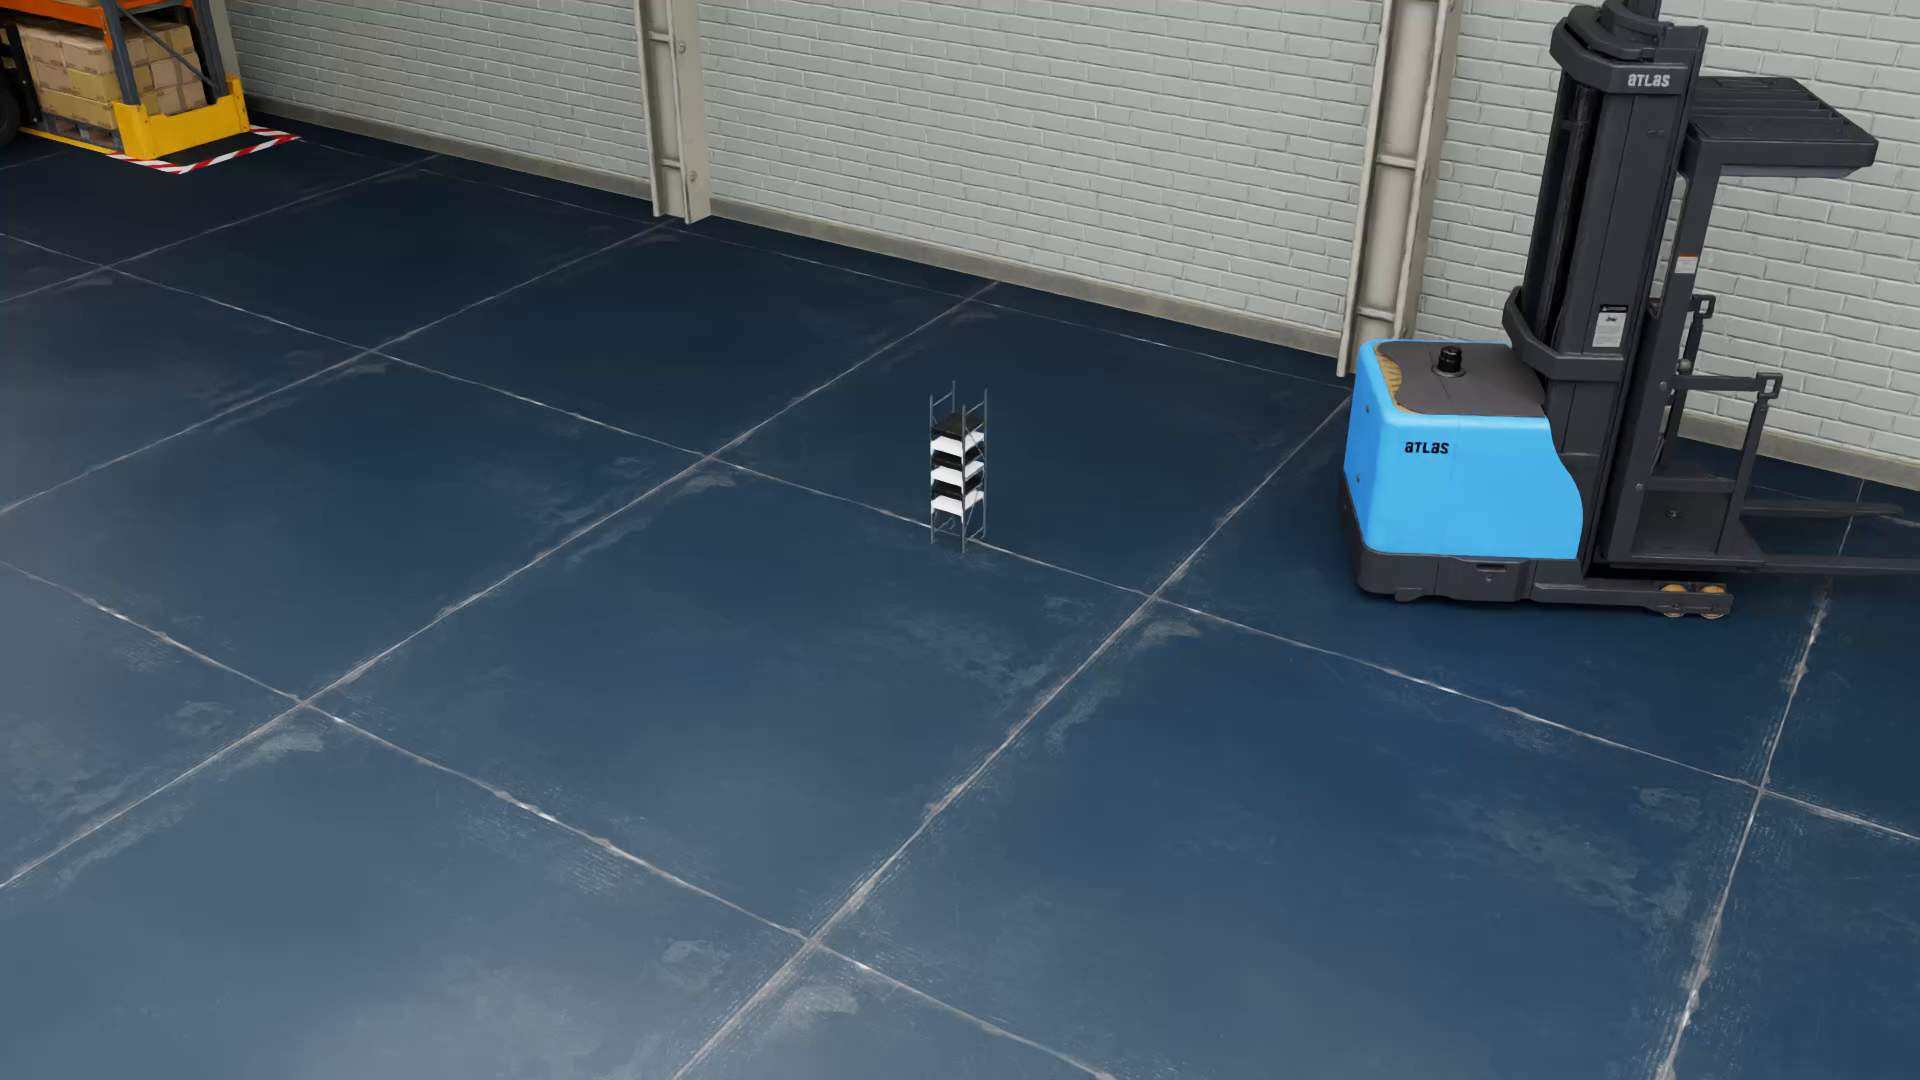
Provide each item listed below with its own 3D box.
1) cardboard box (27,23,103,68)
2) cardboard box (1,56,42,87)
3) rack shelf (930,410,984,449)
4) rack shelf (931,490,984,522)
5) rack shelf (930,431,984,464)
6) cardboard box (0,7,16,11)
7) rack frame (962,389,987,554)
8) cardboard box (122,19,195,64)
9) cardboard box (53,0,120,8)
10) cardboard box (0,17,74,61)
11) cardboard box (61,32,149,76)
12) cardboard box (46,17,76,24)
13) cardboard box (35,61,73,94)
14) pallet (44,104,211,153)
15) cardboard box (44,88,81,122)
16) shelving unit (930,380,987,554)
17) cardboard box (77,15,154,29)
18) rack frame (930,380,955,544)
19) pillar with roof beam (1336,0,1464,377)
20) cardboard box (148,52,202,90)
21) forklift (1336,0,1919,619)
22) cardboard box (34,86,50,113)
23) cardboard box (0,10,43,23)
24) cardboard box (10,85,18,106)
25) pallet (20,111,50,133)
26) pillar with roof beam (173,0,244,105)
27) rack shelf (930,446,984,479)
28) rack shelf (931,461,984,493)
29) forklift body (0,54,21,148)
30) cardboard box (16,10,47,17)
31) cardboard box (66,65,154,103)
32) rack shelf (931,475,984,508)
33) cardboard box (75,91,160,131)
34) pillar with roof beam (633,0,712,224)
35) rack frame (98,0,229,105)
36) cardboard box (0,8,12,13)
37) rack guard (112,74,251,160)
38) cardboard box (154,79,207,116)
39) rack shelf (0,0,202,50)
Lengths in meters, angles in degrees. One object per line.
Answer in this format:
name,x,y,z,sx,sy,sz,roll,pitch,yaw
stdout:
cardboard box,-8.277,-4.605,15.487,0.500,0.250,0.500,18,35,28
cardboard box,-8.732,-4.530,15.854,0.500,0.250,0.500,17,34,26
rack shelf,-0.007,-0.595,8.908,0.200,0.077,0.258,18,35,27
rack shelf,-0.007,-0.207,9.134,0.200,0.077,0.258,18,35,27
rack shelf,-0.007,-0.518,8.953,0.200,0.077,0.258,18,35,27
cardboard box,-9.296,-5.233,16.562,0.500,0.250,0.500,18,35,28
rack frame,0.079,-0.364,8.980,0.006,0.900,0.240,18,35,27
cardboard box,-7.592,-4.690,15.633,0.500,0.250,0.500,17,34,27
cardboard box,-7.842,-5.118,14.947,0.500,0.500,0.500,17,34,26
cardboard box,-8.710,-4.736,15.712,0.500,0.250,0.500,18,35,28
cardboard box,-7.842,-4.471,15.257,0.500,0.250,0.500,19,35,29
cardboard box,-8.435,-4.961,16.097,0.500,0.250,0.500,17,34,27
cardboard box,-8.283,-4.401,15.633,0.500,0.250,0.500,17,34,27
pallet,-7.956,-4.038,15.962,1.213,0.211,1.003,18,35,27
cardboard box,-8.268,-4.177,15.745,0.500,0.250,0.500,18,35,27
shelving unit,-0.007,-0.391,9.027,0.210,0.900,0.258,18,35,27
cardboard box,-8.018,-4.823,15.860,0.500,0.250,0.500,18,35,27
rack frame,-0.093,-0.418,9.074,0.006,0.900,0.240,18,35,27
pillar with roof beam,0.479,-3.166,5.746,0.400,9.000,9.100,18,35,27
cardboard box,-7.574,-4.479,15.767,0.500,0.250,0.500,18,35,28
forklift,3.622,-1.140,8.295,3.031,2.935,1.130,2,30,3
cardboard box,-8.687,-4.315,15.982,0.500,0.250,0.500,18,35,28
cardboard box,-9.135,-4.875,15.950,0.500,0.250,0.500,17,34,26
cardboard box,-9.139,-4.445,16.204,0.500,0.250,0.500,19,35,29
pallet,-8.985,-4.365,16.523,1.213,0.211,1.003,18,35,27
pillar with roof beam,-9.685,-6.380,11.256,0.400,9.000,9.100,18,35,27
rack shelf,-0.007,-0.440,8.998,0.200,0.077,0.258,18,35,27
rack shelf,-0.007,-0.362,9.044,0.200,0.077,0.258,18,35,27
forklift body,-9.862,-4.418,14.688,1.214,2.155,2.313,18,35,27
cardboard box,-8.866,-5.101,16.337,0.500,0.250,0.500,17,34,26
cardboard box,-7.864,-4.262,15.394,0.500,0.250,0.500,17,34,27
rack shelf,-0.007,-0.284,9.089,0.200,0.077,0.258,18,35,27
cardboard box,-7.852,-4.040,15.510,0.500,0.250,0.500,18,35,28
pillar with roof beam,-4.603,-4.773,8.501,0.400,9.000,9.100,18,35,27
rack frame,-7.286,-5.055,14.939,0.127,3.000,1.000,18,35,27
cardboard box,-9.576,-5.019,16.196,0.500,0.250,0.500,19,35,29
rack guard,-7.266,-3.969,15.557,0.348,0.500,1.175,18,35,27
cardboard box,-7.598,-4.264,15.894,0.500,0.250,0.500,18,35,28
rack shelf,-8.980,-5.280,16.038,4.000,0.370,1.077,18,35,27
